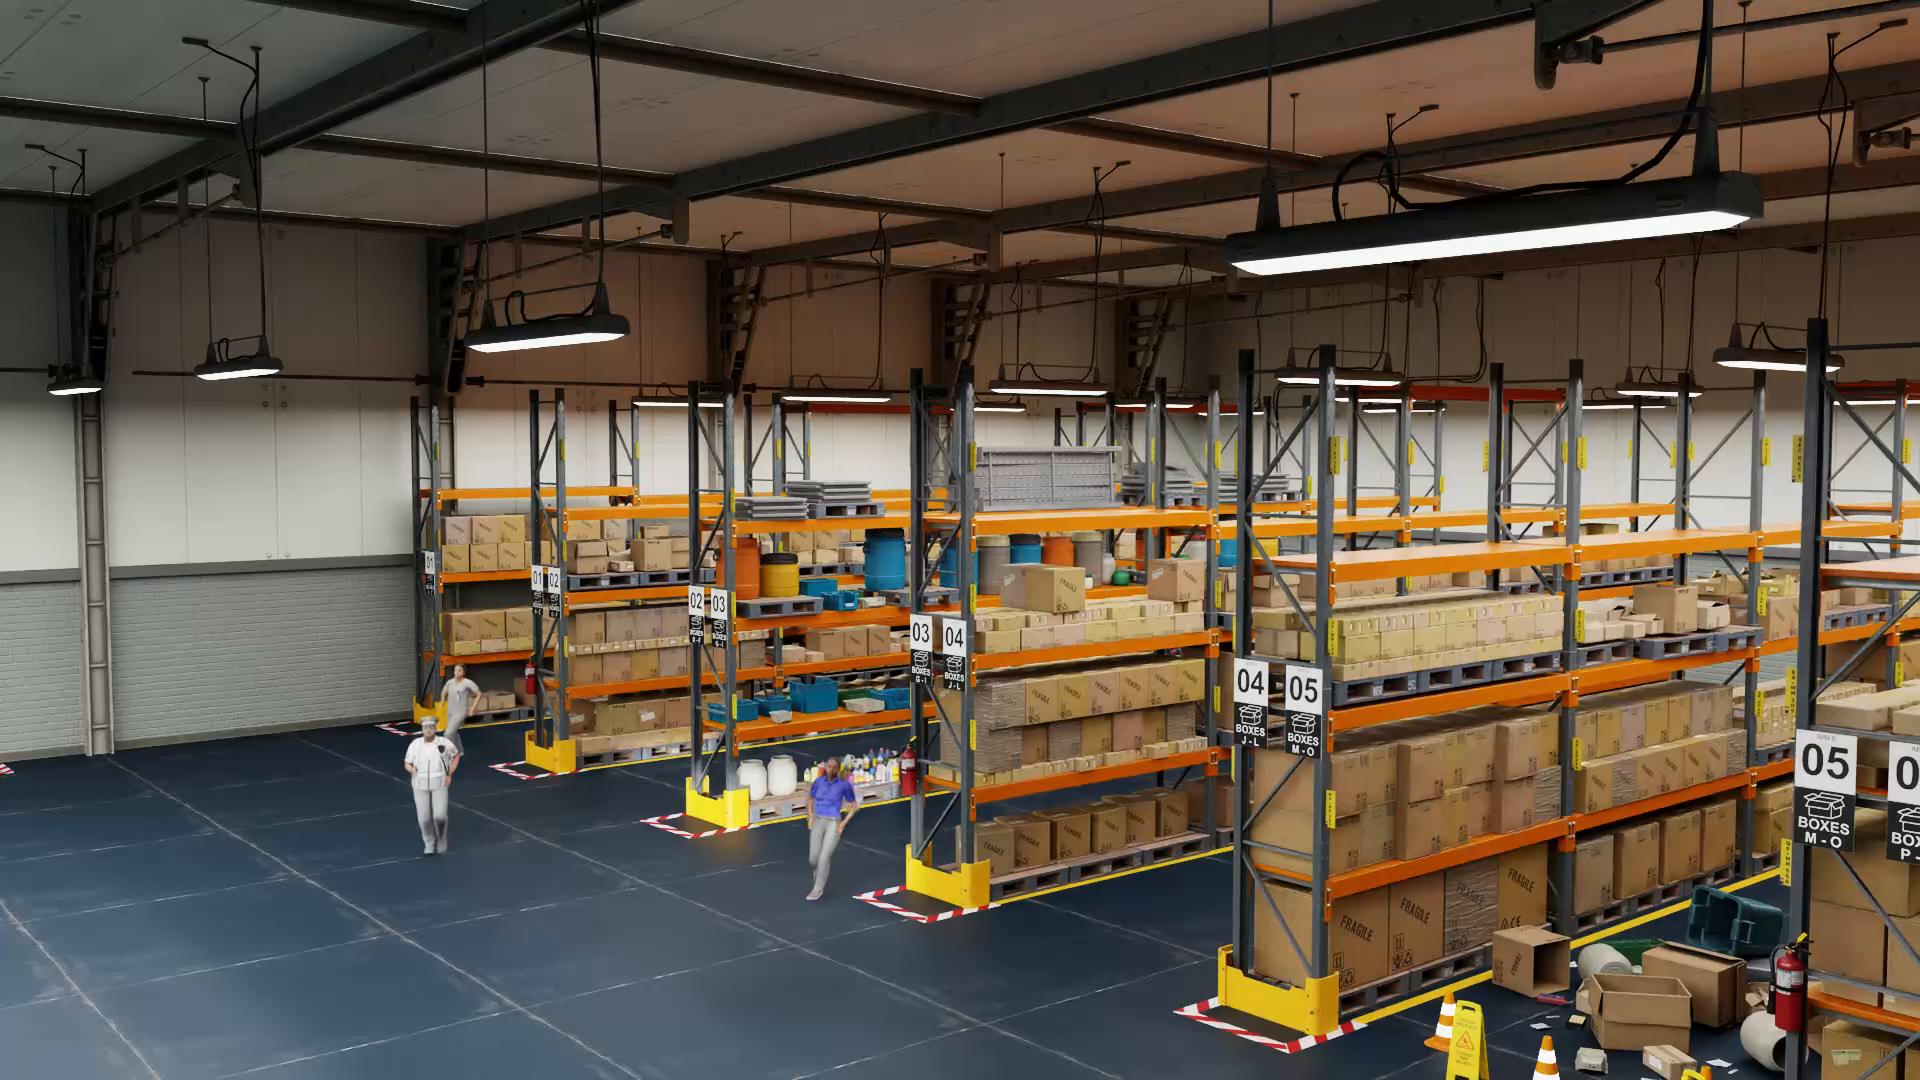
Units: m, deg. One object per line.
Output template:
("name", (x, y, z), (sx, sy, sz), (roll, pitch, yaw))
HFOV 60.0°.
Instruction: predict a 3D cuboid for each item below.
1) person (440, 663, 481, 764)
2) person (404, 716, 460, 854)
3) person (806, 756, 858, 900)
("person", (-7.987, 2.784, 26.455), (0.650, 1.688, 0.750), (1, 4, 21))
("person", (-6.584, 3.067, 20.695), (0.648, 1.760, 0.617), (-1, 3, -11))
("person", (-1.453, 3.256, 18.961), (0.596, 1.619, 0.593), (1, 3, 12))
